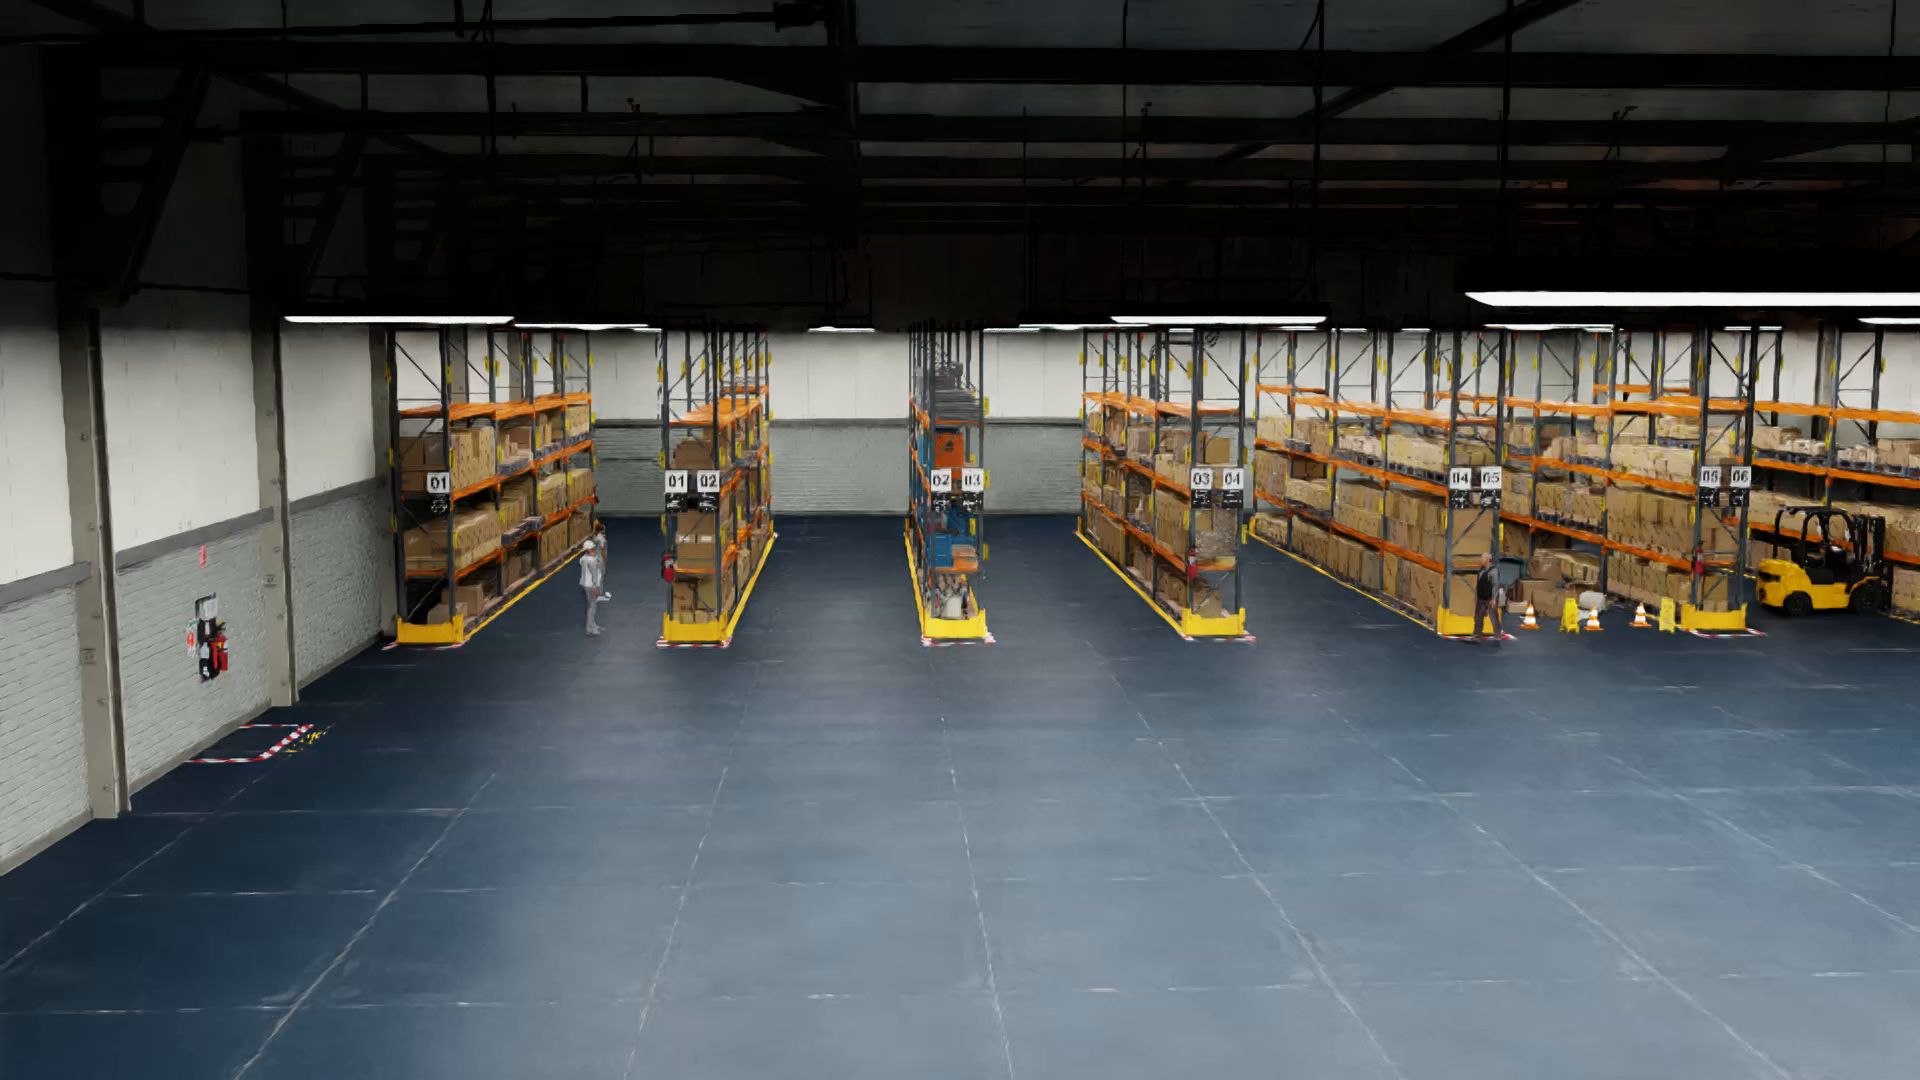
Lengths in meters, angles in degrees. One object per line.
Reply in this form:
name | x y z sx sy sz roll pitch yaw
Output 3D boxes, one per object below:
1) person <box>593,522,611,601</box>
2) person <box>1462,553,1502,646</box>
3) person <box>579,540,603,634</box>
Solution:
person | -7.711 0.448 35.886 0.451 1.679 0.540 -4 8 -32
person | 9.683 1.092 30.683 0.619 1.714 0.641 -2 7 -17
person | -7.060 0.891 31.966 0.450 1.768 0.584 -5 8 -34
